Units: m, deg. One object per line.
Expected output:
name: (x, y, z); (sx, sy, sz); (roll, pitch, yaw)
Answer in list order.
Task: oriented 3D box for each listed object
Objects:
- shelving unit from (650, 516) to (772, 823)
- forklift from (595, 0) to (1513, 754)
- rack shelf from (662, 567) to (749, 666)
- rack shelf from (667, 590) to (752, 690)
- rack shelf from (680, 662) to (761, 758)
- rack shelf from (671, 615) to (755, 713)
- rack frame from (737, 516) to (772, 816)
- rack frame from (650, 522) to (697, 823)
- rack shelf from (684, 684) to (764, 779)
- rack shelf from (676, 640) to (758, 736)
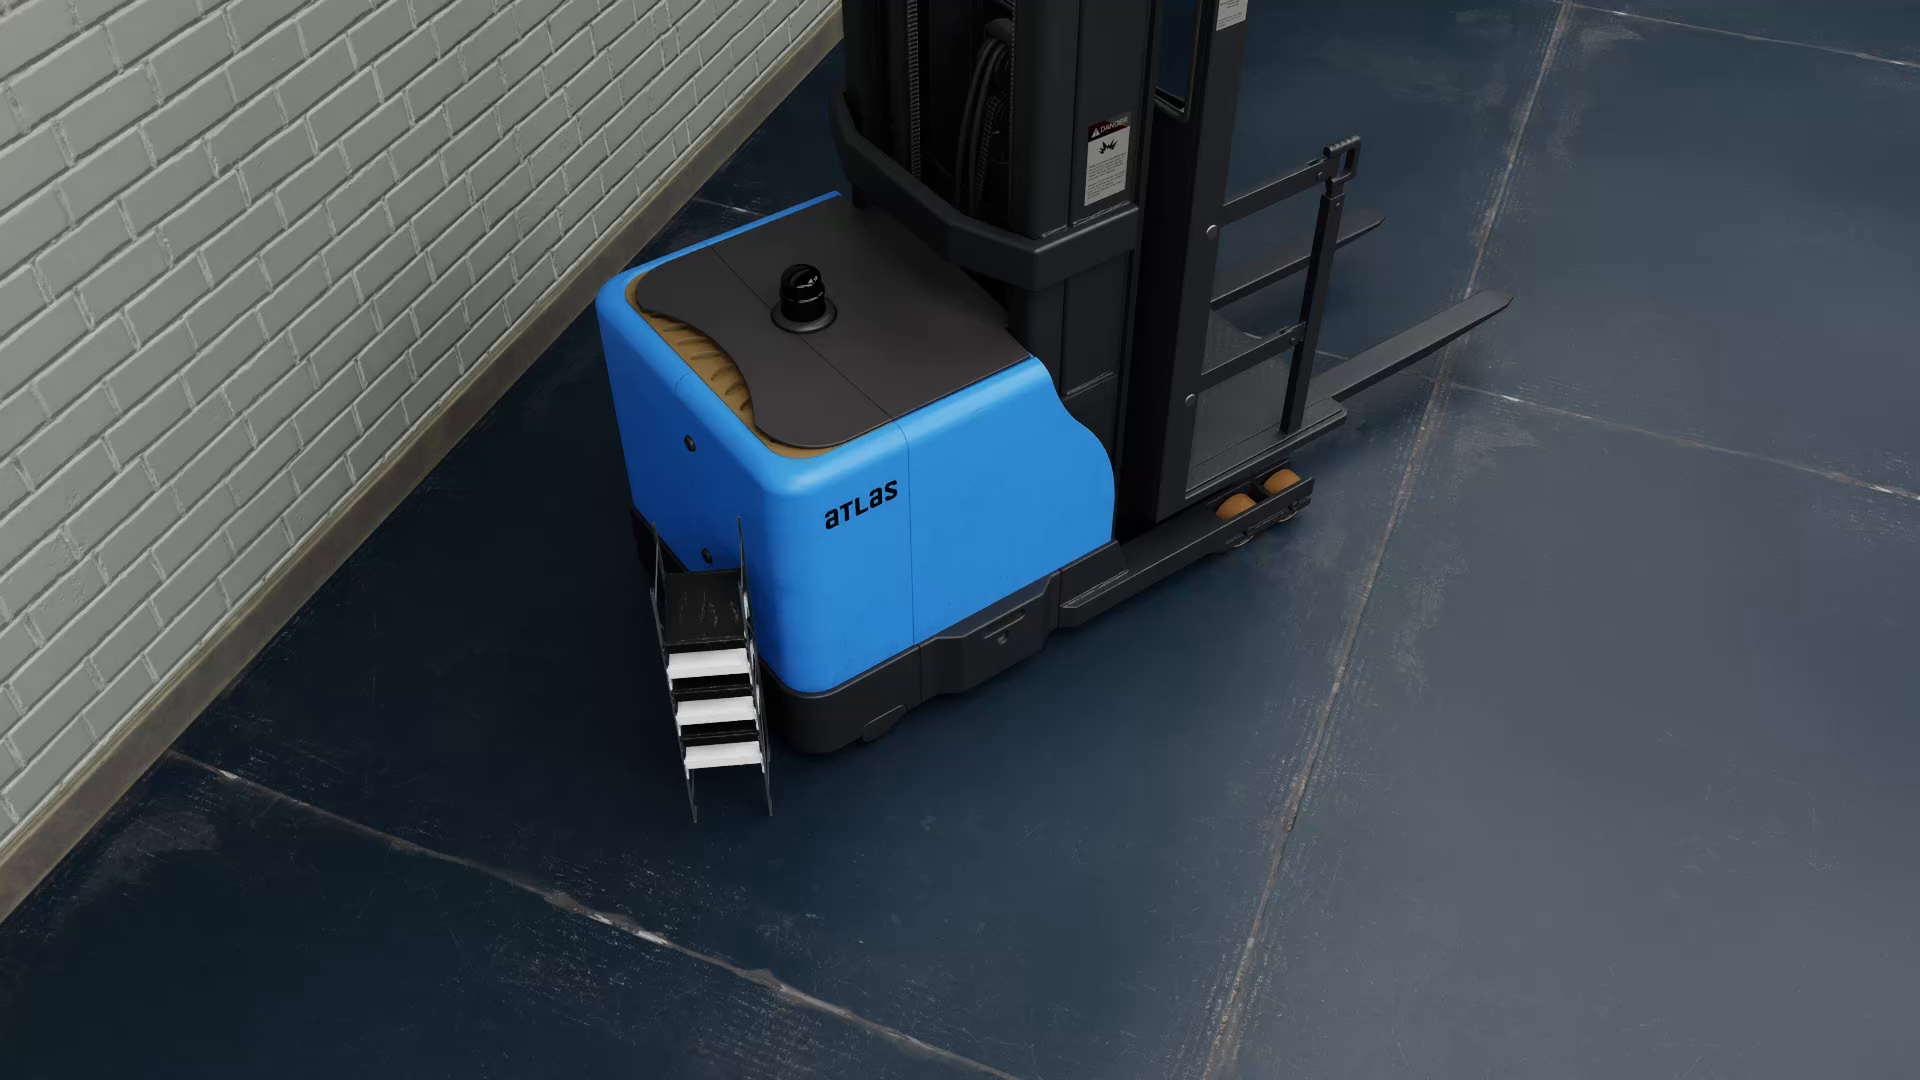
shelving unit: (-0.625, 0.352, 4.258); (0.210, 0.900, 0.258); (-4, 45, -4)
forklift: (0.505, -1.296, 4.474); (3.031, 2.935, 1.130); (-27, 51, -24)
rack shelf: (-0.625, 0.184, 4.091); (0.200, 0.077, 0.258); (-4, 45, -4)
rack shelf: (-0.625, 0.248, 4.155); (0.200, 0.077, 0.258); (-4, 45, -4)
rack shelf: (-0.625, 0.439, 4.345); (0.200, 0.077, 0.258); (-4, 45, -4)
rack shelf: (-0.625, 0.312, 4.218); (0.200, 0.077, 0.258); (-4, 45, -4)
rack frame: (-0.524, 0.345, 4.266); (0.006, 0.900, 0.240); (-4, 45, -4)
rack frame: (-0.726, 0.360, 4.251); (0.006, 0.900, 0.240); (-4, 45, -4)
rack shelf: (-0.625, 0.503, 4.409); (0.200, 0.077, 0.258); (-4, 45, -4)
rack shelf: (-0.625, 0.376, 4.282); (0.200, 0.077, 0.258); (-4, 45, -4)
